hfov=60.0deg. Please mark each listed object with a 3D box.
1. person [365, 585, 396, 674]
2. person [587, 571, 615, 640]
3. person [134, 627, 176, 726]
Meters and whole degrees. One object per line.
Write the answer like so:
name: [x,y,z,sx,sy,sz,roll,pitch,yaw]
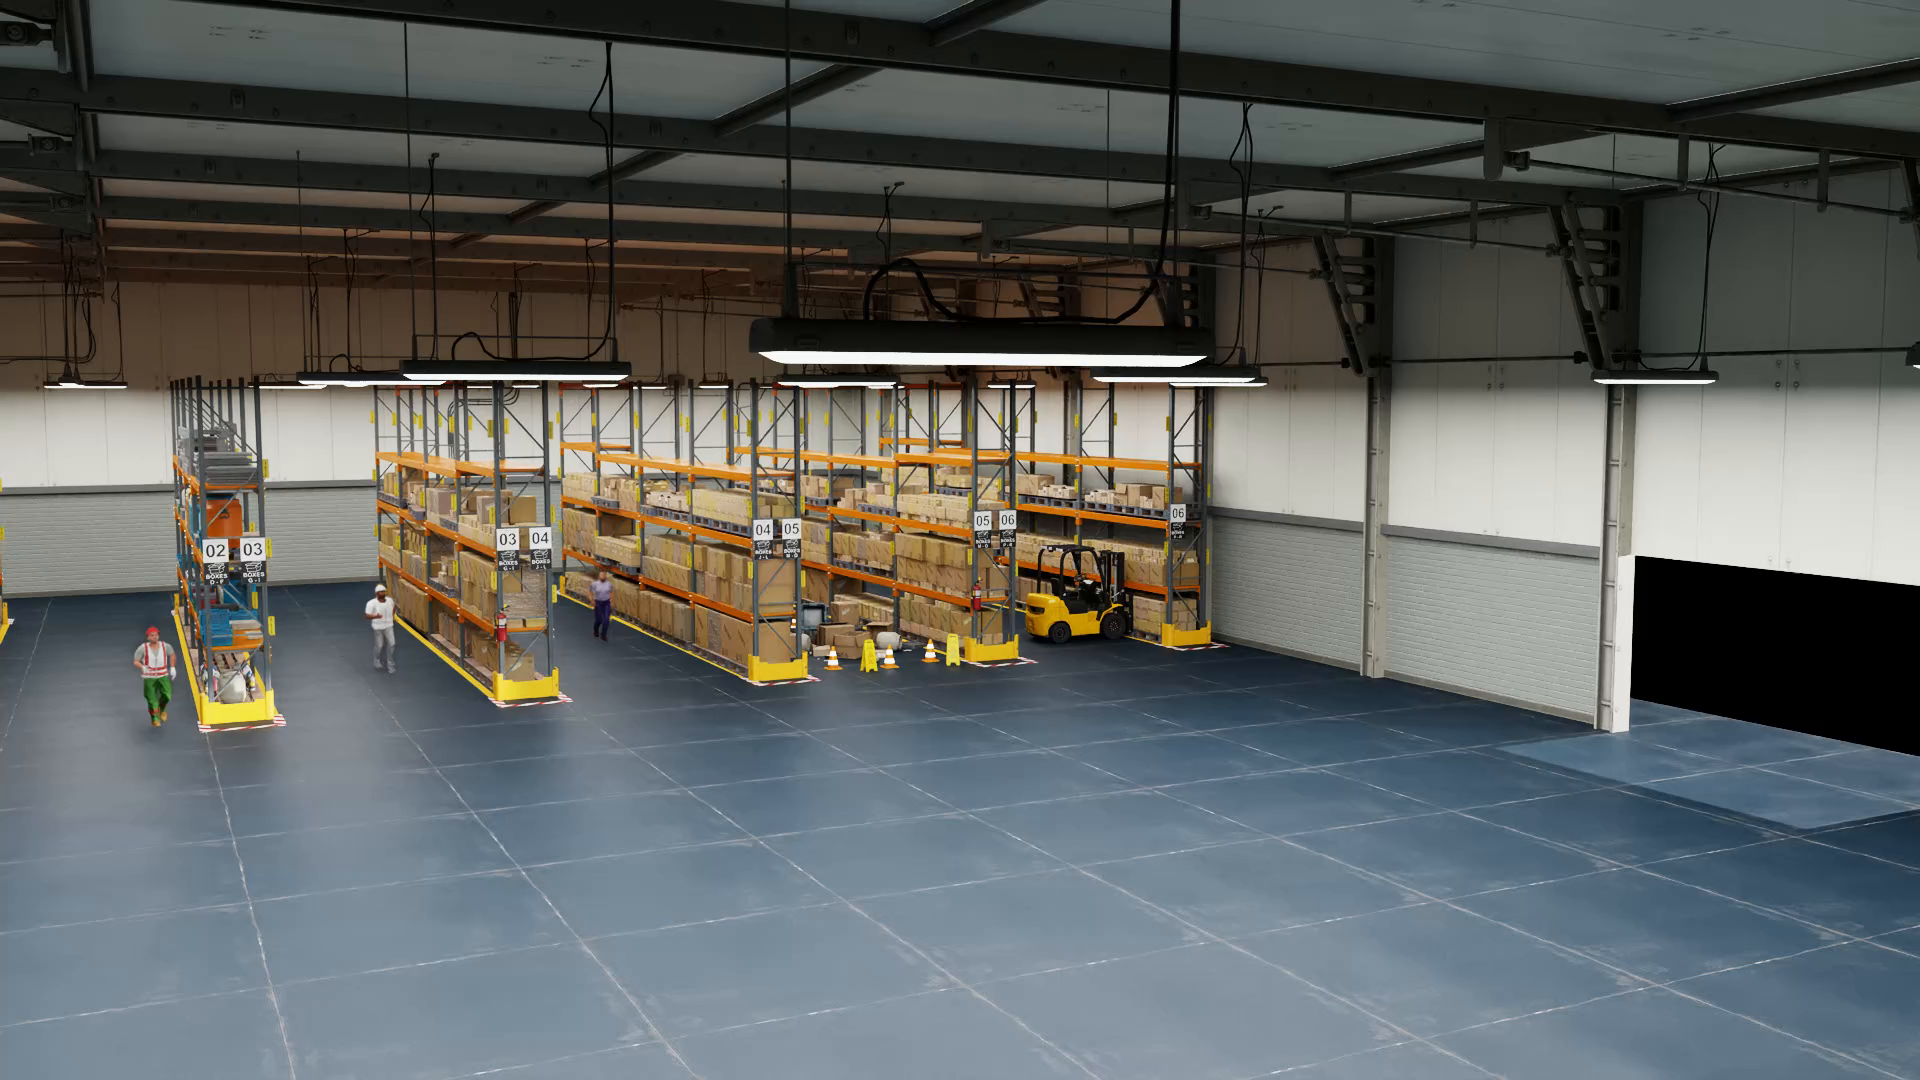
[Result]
person: [-11.820,1.824,34.009,0.676,1.831,0.787,-4,6,-37]
person: [-8.258,1.516,38.381,0.618,1.615,0.504,-2,6,-25]
person: [-13.695,2.338,28.344,0.673,1.729,0.664,-3,6,-33]
